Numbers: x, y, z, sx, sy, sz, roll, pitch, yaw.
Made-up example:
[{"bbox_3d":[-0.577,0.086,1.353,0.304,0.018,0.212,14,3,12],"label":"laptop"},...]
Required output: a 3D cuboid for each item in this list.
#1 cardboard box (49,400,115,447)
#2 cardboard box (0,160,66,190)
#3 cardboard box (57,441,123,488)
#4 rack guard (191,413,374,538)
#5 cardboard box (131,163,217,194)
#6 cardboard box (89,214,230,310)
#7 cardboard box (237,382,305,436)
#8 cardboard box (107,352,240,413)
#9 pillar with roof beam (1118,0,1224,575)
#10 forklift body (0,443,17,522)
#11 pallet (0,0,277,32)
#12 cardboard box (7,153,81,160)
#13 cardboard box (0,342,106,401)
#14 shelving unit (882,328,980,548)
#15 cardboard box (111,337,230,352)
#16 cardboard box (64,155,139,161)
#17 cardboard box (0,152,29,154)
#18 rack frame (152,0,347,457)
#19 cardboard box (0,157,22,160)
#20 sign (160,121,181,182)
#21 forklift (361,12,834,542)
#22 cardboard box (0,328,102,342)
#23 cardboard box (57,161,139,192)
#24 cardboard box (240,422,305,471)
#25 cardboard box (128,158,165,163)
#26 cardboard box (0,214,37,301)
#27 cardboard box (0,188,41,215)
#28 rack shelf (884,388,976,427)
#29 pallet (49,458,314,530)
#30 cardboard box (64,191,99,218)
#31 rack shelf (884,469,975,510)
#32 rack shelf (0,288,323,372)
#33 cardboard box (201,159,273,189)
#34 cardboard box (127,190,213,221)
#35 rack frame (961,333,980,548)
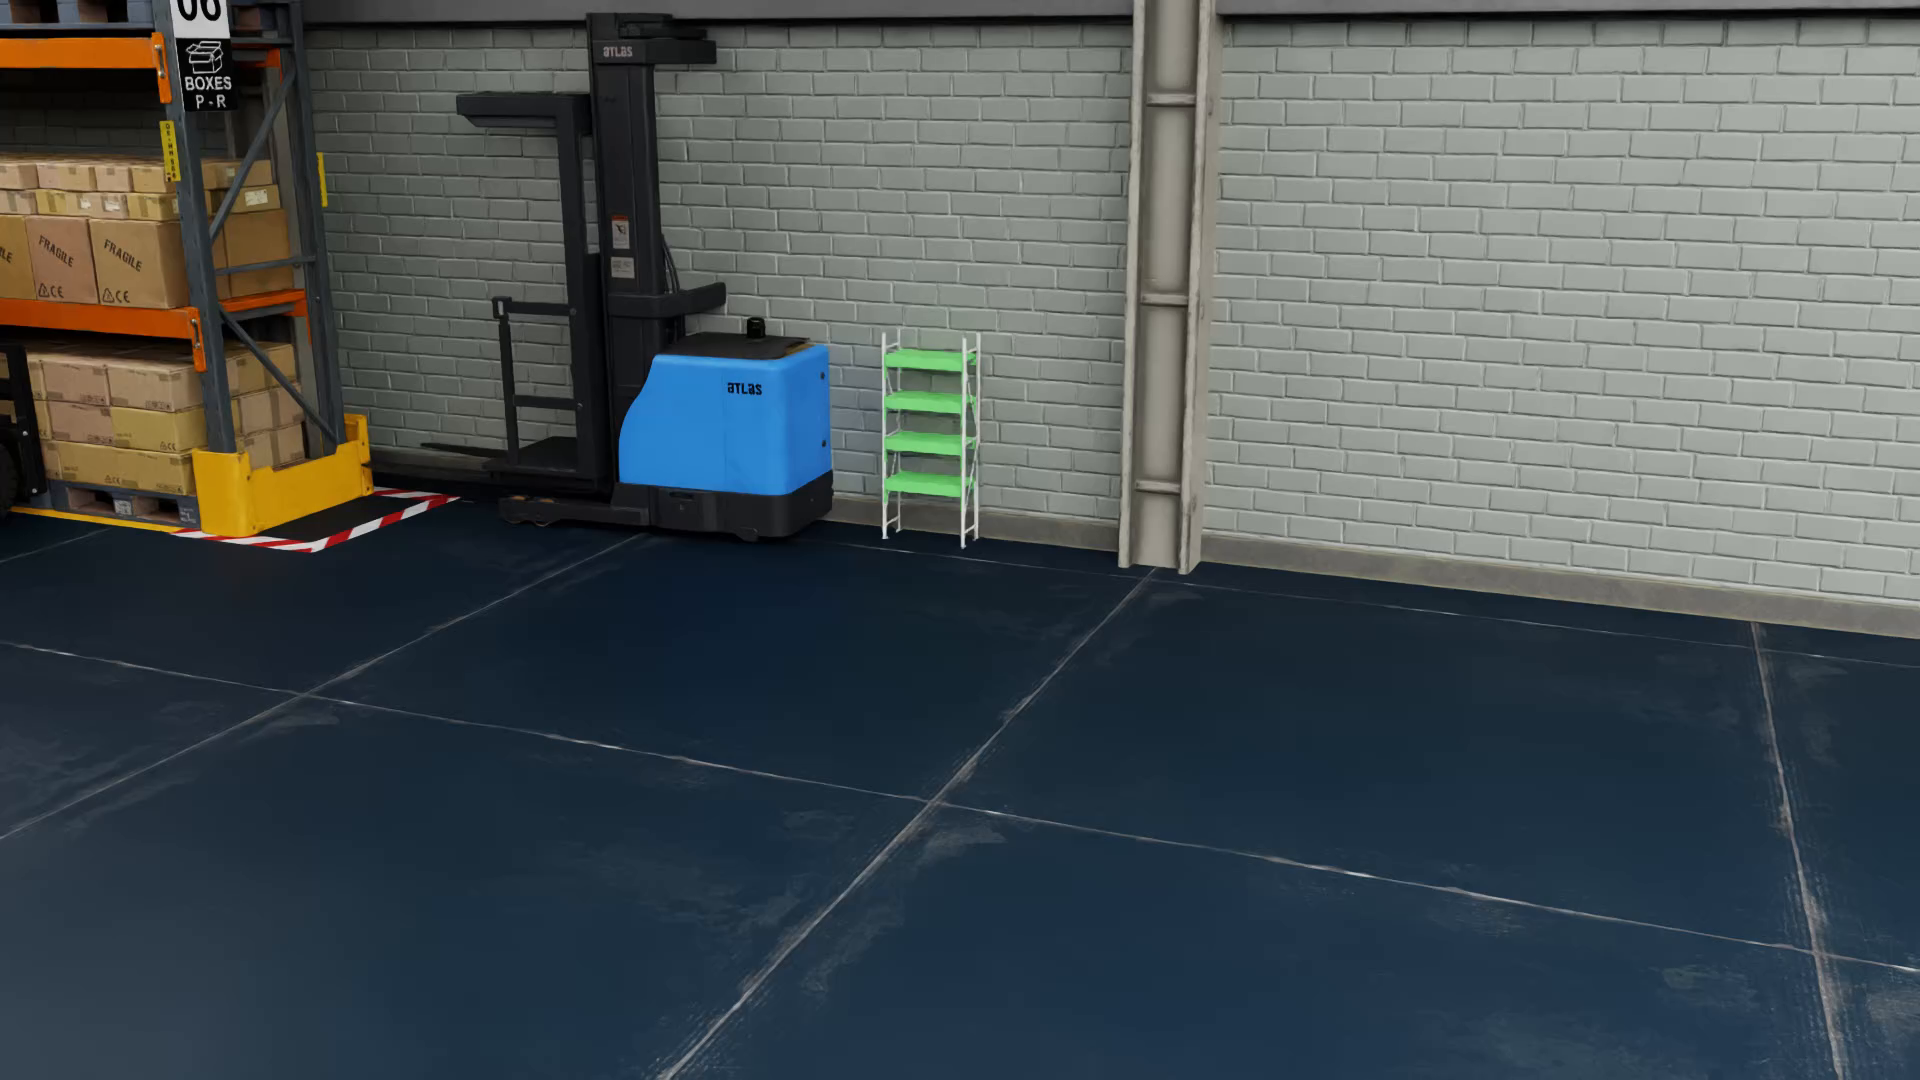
[{"bbox_3d":[-5.186,-0.765,10.211,0.500,0.250,0.500,6,17,20],"label":"cardboard box"},{"bbox_3d":[-5.548,-2.185,9.944,0.250,0.149,0.380,7,18,22],"label":"cardboard box"},{"bbox_3d":[-5.168,-0.522,10.269,0.500,0.250,0.500,6,17,21],"label":"cardboard box"},{"bbox_3d":[-4.134,-0.418,10.218,0.348,0.500,1.175,6,17,21],"label":"rack guard"},{"bbox_3d":[-4.566,-2.105,9.670,0.250,0.149,0.380,6,17,21],"label":"cardboard box"},{"bbox_3d":[-4.710,-1.651,9.802,0.500,0.500,0.500,6,17,19],"label":"cardboard box"},{"bbox_3d":[-4.517,-0.844,10.484,0.500,0.250,0.500,7,17,22],"label":"cardboard box"},{"bbox_3d":[-4.699,-0.949,9.947,0.500,0.250,0.500,7,18,22],"label":"cardboard box"},{"bbox_3d":[-0.471,-3.077,4.131,0.400,9.000,9.100,6,17,21],"label":"pillar with roof beam"},{"bbox_3d":[-6.589,-0.934,9.034,1.214,2.155,2.313,6,17,21],"label":"forklift body"},{"bbox_3d":[-4.804,-3.098,9.744,1.213,0.211,1.003,6,17,21],"label":"pallet"},{"bbox_3d":[-5.818,-2.379,10.611,0.250,0.149,0.380,6,17,21],"label":"cardboard box"},{"bbox_3d":[-5.649,-1.048,10.290,0.500,0.250,0.500,7,17,21],"label":"cardboard box"},{"bbox_3d":[-0.167,-0.586,9.530,0.503,1.200,0.258,6,16,20],"label":"shelving unit"},{"bbox_3d":[-5.000,-1.131,10.574,0.500,0.250,0.500,6,17,21],"label":"cardboard box"},{"bbox_3d":[-5.351,-2.322,10.415,0.250,0.149,0.380,7,18,22],"label":"cardboard box"},{"bbox_3d":[-6.290,-2.439,10.818,0.250,0.149,0.380,6,17,20],"label":"cardboard box"},{"bbox_3d":[-4.156,-1.621,9.878,0.127,3.000,1.000,6,17,21],"label":"rack frame"},{"bbox_3d":[-5.996,-2.261,10.205,0.250,0.149,0.380,7,17,21],"label":"cardboard box"},{"bbox_3d":[-4.368,-2.152,9.203,0.005,0.325,0.100,6,17,21],"label":"sign"},{"bbox_3d":[-2.252,-1.622,10.002,3.031,2.935,1.130,5,17,18],"label":"forklift"},{"bbox_3d":[-5.935,-1.239,10.947,0.500,0.250,0.500,6,17,20],"label":"cardboard box"},{"bbox_3d":[-5.061,-2.142,9.797,0.250,0.149,0.380,7,17,22],"label":"cardboard box"},{"bbox_3d":[-4.541,-0.603,10.550,0.500,0.250,0.500,6,17,21],"label":"cardboard box"},{"bbox_3d":[-4.872,-2.272,10.244,0.250,0.149,0.380,7,17,22],"label":"cardboard box"},{"bbox_3d":[-5.666,-1.759,10.174,0.500,0.500,0.500,6,17,20],"label":"cardboard box"},{"bbox_3d":[-5.541,-2.048,10.004,0.250,0.149,0.380,6,17,19],"label":"cardboard box"},{"bbox_3d":[-0.165,-0.756,9.484,0.480,0.148,0.258,6,16,20],"label":"rack shelf"},{"bbox_3d":[-4.883,-0.349,10.498,1.213,0.211,1.003,6,17,21],"label":"pallet"},{"bbox_3d":[-5.049,-2.004,9.855,0.250,0.149,0.380,7,17,22],"label":"cardboard box"},{"bbox_3d":[-0.169,-0.293,9.608,0.480,0.148,0.258,6,16,20],"label":"rack shelf"},{"bbox_3d":[-6.016,-1.480,10.683,4.000,0.370,1.077,6,17,21],"label":"rack shelf"},{"bbox_3d":[-4.390,-2.213,10.041,0.250,0.149,0.380,6,17,20],"label":"cardboard box"},{"bbox_3d":[-4.581,-1.943,9.645,0.250,0.149,0.380,7,17,21],"label":"cardboard box"},{"bbox_3d":[0.061,-0.562,9.446,0.015,1.200,0.240,6,16,20],"label":"rack frame"}]
